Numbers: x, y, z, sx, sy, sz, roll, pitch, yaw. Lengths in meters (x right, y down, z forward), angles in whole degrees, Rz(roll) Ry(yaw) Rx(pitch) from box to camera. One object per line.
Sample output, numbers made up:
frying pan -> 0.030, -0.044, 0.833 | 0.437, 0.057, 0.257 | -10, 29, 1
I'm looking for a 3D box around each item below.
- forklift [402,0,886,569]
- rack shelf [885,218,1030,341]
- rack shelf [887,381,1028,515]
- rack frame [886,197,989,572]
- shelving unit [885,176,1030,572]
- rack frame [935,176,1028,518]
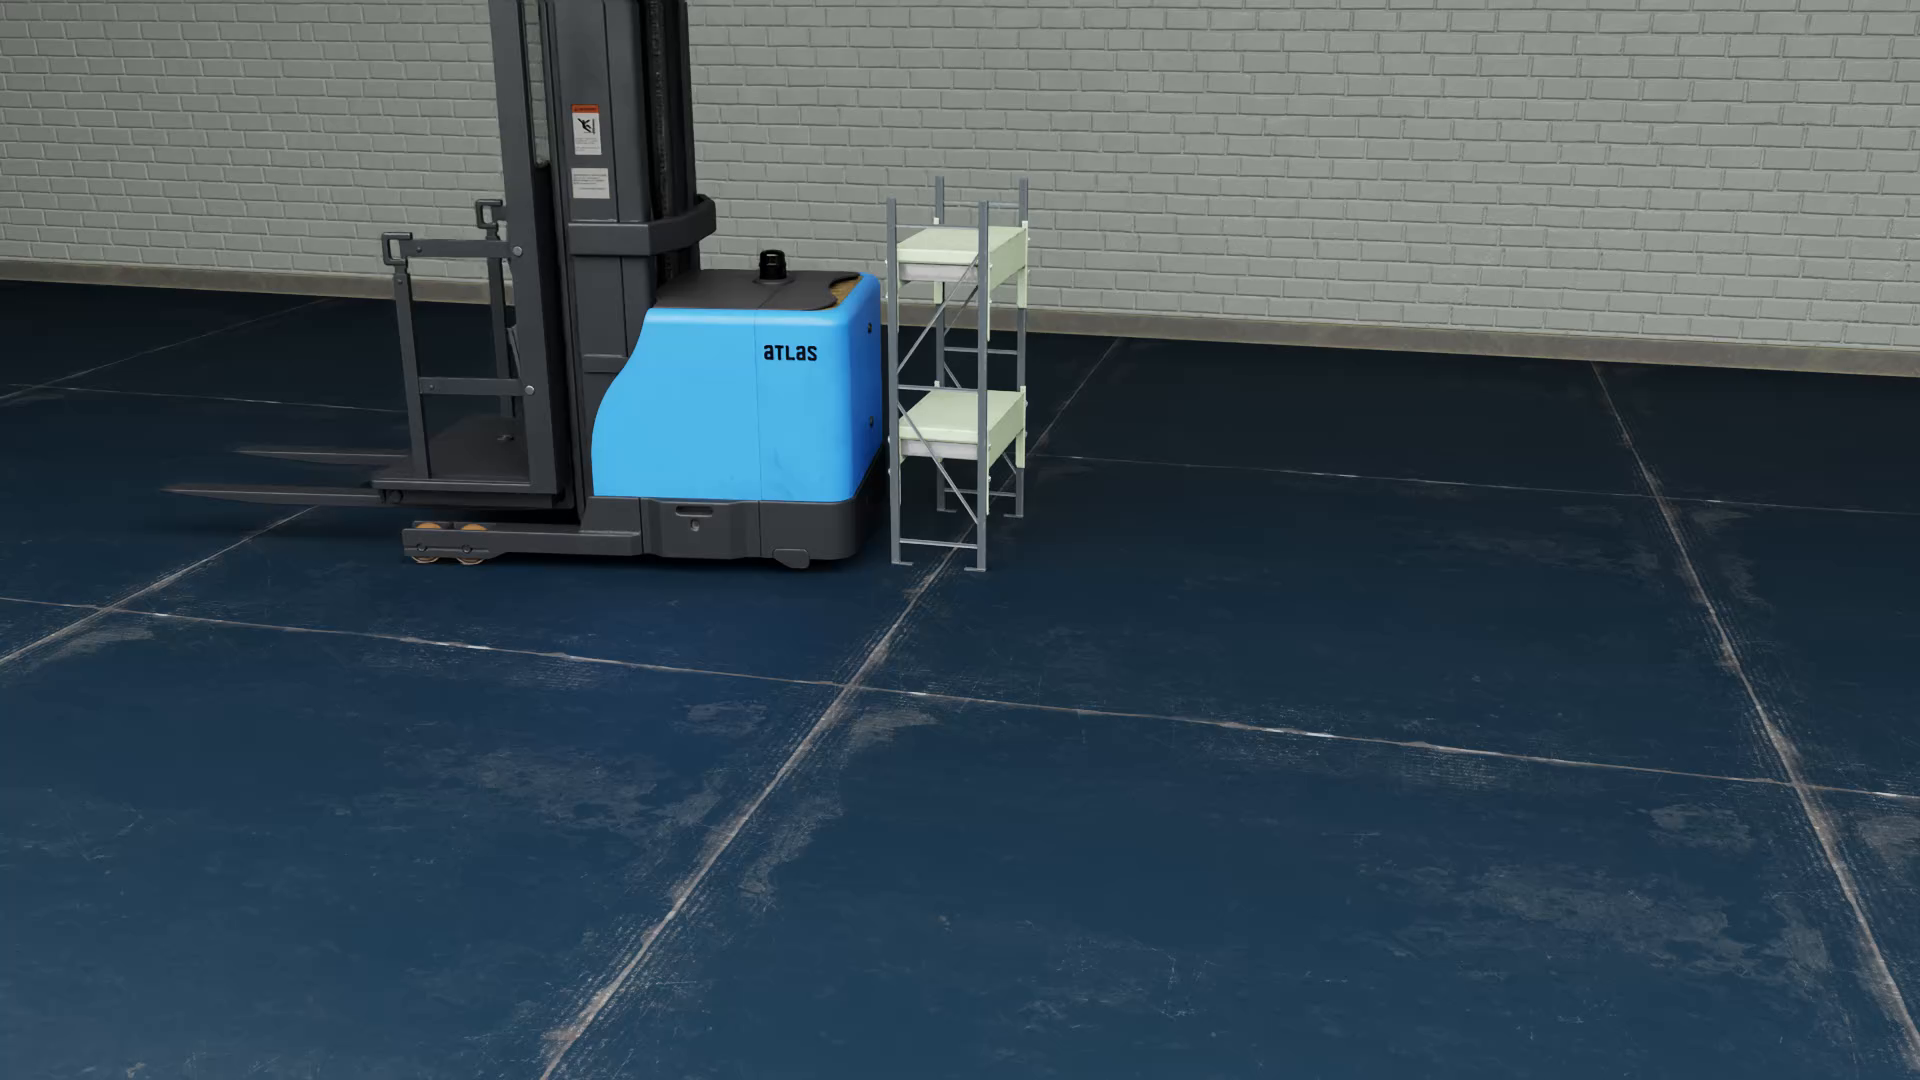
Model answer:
forklift -> -1.887, -1.451, 6.900 | 3.031, 2.935, 1.130 | 2, 19, 5
rack shelf -> 0.002, -1.081, 6.825 | 0.431, 0.370, 0.720 | 5, 19, 13
rack shelf -> 0.002, -0.403, 7.057 | 0.431, 0.370, 0.720 | 5, 19, 13
rack frame -> -0.088, -0.597, 6.615 | 0.400, 1.500, 0.023 | 5, 19, 13
shelving unit -> 0.002, -0.712, 6.951 | 0.431, 1.500, 0.755 | 5, 19, 13
rack frame -> 0.091, -0.827, 7.287 | 0.400, 1.500, 0.023 | 5, 19, 13
